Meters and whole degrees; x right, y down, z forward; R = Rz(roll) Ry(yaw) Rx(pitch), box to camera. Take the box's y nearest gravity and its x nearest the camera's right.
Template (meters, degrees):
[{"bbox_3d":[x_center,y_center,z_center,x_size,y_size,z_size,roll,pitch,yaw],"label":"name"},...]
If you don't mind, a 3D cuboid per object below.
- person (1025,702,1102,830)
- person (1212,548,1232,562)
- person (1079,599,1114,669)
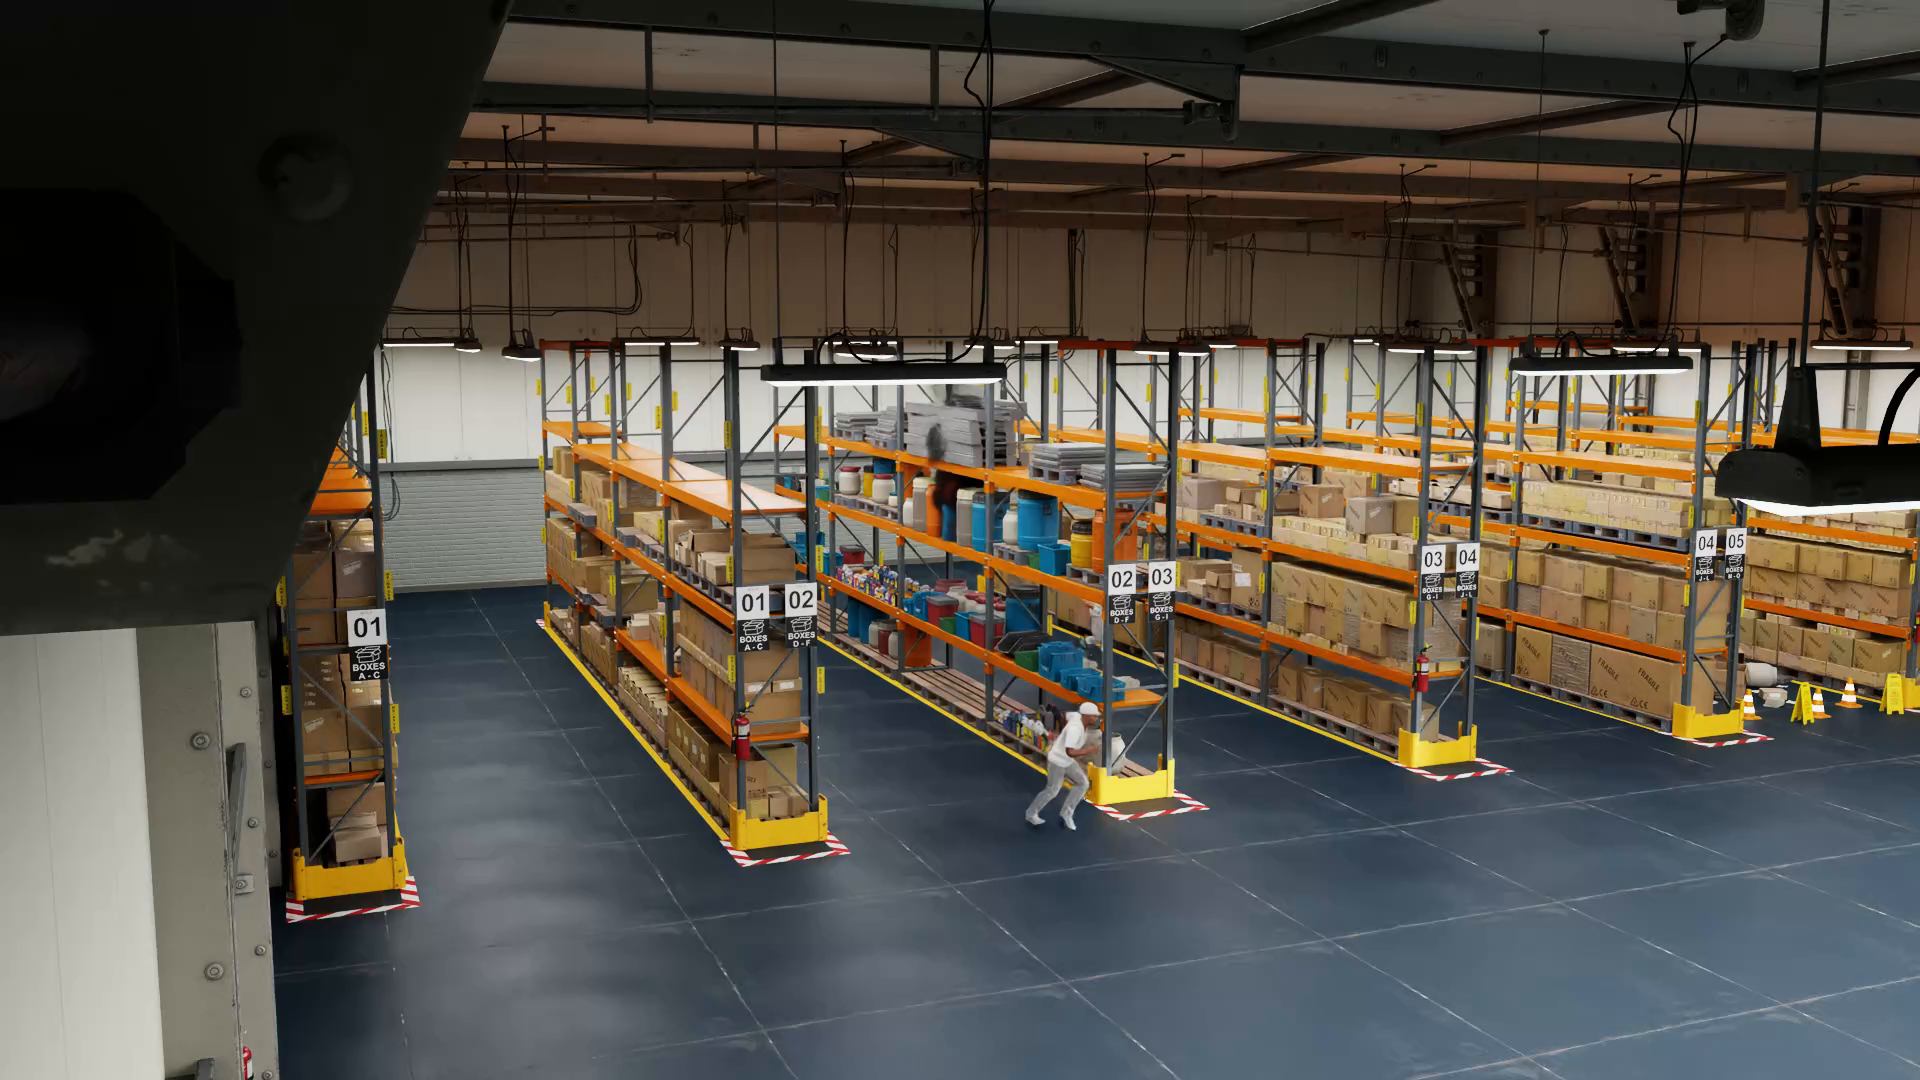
[{"bbox_3d":[1.302,2.833,20.885,0.971,1.672,0.742,2,8,16],"label":"person"},{"bbox_3d":[6.804,-0.101,43.205,0.873,1.599,0.530,-6,10,-40],"label":"person"},{"bbox_3d":[2.456,1.351,29.383,0.658,1.786,0.863,-5,9,-35],"label":"person"}]
